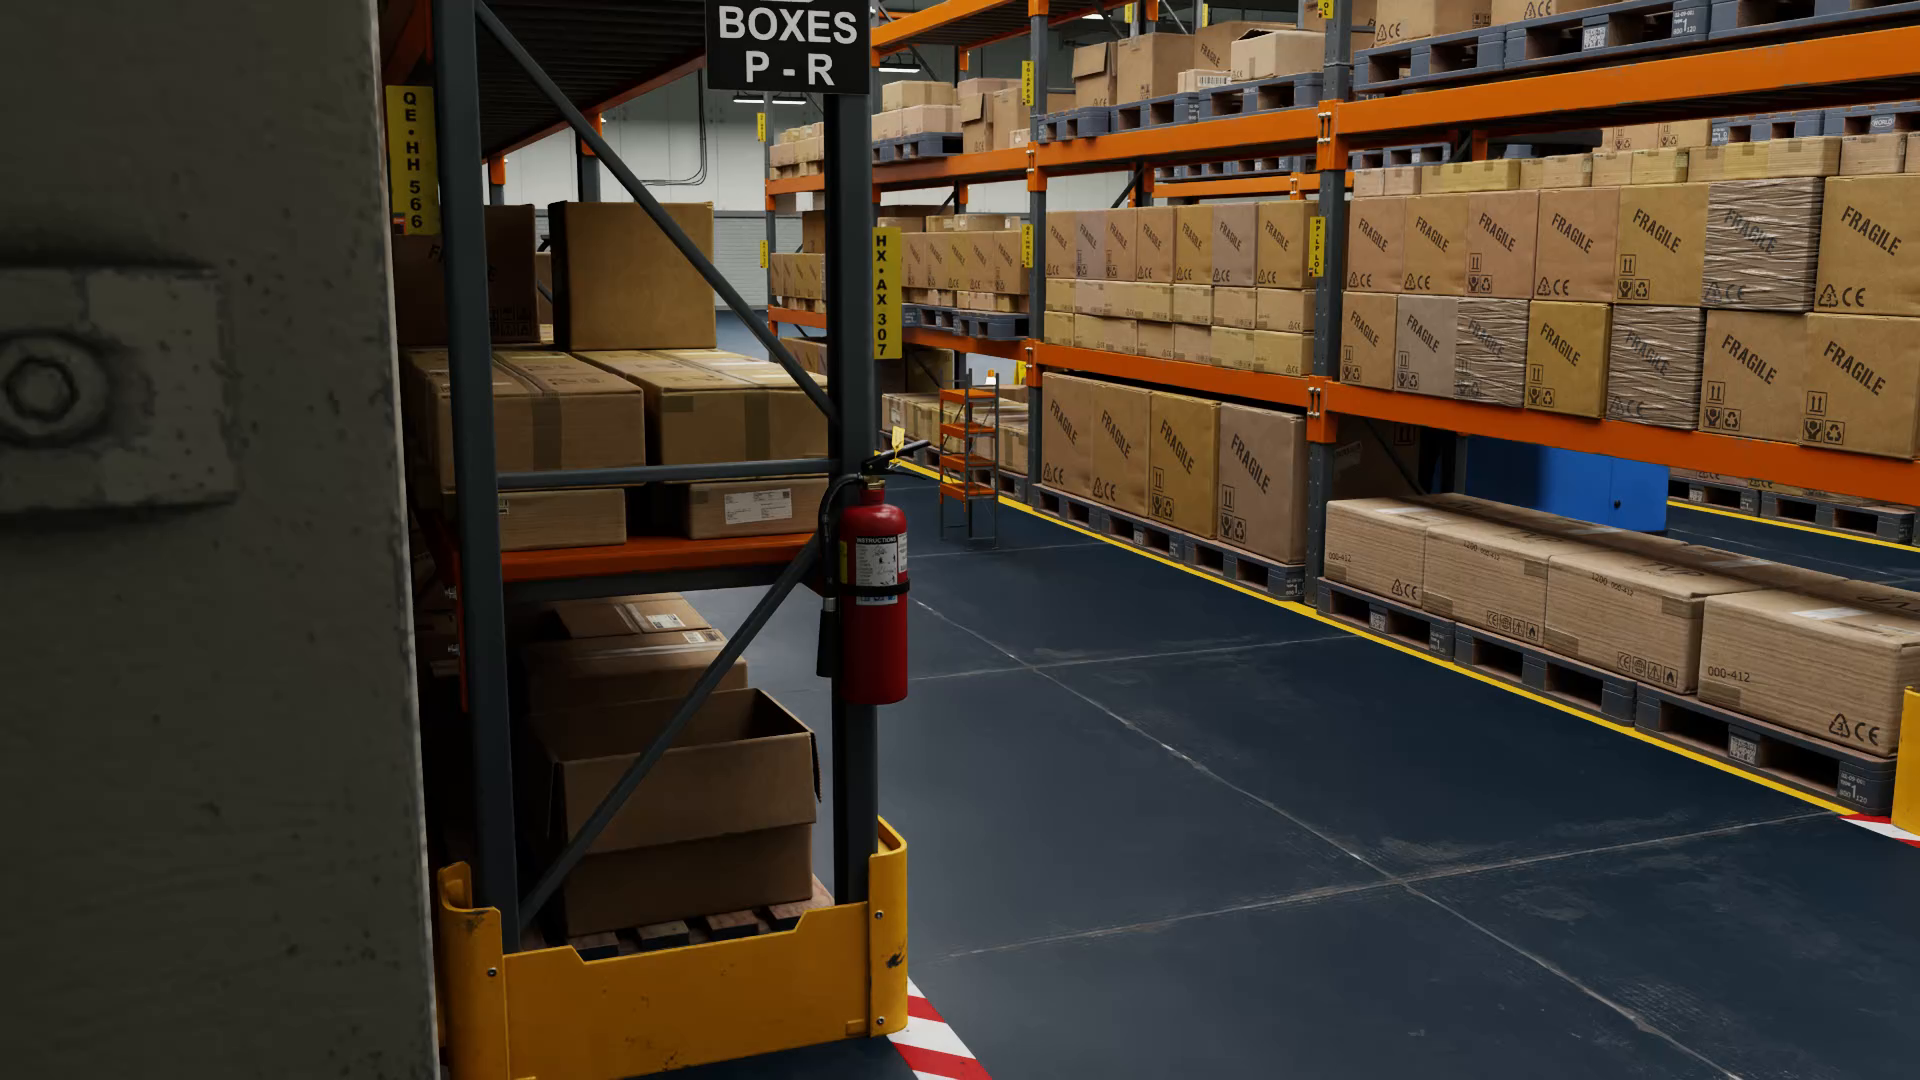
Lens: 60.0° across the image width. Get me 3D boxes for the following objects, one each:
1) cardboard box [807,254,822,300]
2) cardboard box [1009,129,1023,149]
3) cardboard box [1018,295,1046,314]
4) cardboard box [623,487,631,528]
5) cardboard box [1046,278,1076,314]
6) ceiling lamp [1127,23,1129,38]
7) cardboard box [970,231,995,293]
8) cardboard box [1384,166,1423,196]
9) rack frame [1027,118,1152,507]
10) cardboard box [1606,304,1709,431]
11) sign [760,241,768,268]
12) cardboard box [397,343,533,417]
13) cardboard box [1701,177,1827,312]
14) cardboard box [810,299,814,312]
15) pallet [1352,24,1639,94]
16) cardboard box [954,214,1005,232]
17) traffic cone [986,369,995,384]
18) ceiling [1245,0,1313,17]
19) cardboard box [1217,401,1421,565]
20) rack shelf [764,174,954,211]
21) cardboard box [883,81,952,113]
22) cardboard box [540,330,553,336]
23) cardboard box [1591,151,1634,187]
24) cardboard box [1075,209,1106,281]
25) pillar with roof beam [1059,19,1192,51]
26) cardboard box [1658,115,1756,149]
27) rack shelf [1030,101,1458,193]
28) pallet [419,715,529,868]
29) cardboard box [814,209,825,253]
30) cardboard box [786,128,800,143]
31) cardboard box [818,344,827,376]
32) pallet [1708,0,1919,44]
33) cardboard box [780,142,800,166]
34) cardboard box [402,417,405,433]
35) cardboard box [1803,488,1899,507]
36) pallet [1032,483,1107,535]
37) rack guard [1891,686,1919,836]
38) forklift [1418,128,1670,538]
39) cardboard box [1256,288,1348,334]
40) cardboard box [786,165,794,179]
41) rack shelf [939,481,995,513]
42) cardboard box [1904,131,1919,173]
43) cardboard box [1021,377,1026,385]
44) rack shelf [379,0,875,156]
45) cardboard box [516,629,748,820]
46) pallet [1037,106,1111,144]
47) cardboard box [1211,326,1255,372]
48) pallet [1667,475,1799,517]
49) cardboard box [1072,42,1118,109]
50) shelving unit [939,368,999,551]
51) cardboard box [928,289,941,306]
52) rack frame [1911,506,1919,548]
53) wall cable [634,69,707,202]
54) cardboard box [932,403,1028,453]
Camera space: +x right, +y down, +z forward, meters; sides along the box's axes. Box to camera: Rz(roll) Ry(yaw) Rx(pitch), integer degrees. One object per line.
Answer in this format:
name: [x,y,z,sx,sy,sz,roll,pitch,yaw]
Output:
cardboard box: [-1.391,-2.933,18.517,0.500,0.500,0.500,-4,11,-22]
cardboard box: [0.619,-3.208,13.348,0.380,0.149,0.250,-4,11,-21]
cardboard box: [0.688,-1.898,13.351,0.380,0.149,0.250,-3,11,-19]
cardboard box: [-1.105,-0.114,4.519,0.380,0.149,0.250,-4,11,-19]
cardboard box: [0.980,-1.851,12.565,0.500,0.250,0.500,-4,11,-21]
ceiling lamp: [4.639,-12.421,39.192,2.000,3.185,0.800,-4,11,-21]
cardboard box: [0.405,-2.319,13.866,0.500,0.500,0.500,-4,11,-22]
cardboard box: [2.456,-1.876,8.714,0.380,0.149,0.250,-4,11,-20]
rack frame: [1.026,-1.777,13.149,1.000,3.000,0.127,-4,11,-21]
cardboard box: [3.140,-0.748,7.082,0.500,0.500,0.500,-4,11,-19]
sign: [-2.379,-3.474,20.220,0.100,0.325,0.005,-4,11,-21]
cardboard box: [-1.848,-0.617,6.209,0.500,0.250,0.500,-4,11,-20]
cardboard box: [3.312,-1.159,6.538,0.500,0.500,0.500,-4,11,-21]
cardboard box: [-1.491,-2.678,18.932,0.380,0.149,0.250,-4,11,-19]
pallet: [2.762,-2.423,8.469,1.003,0.211,1.213,-4,11,-21]
cardboard box: [0.170,-2.748,14.421,0.380,0.149,0.250,-4,11,-24]
traffic cone: [0.397,-1.971,21.486,0.336,0.463,0.334,-4,11,-21]
ceiling: [12.476,-15.820,49.271,6.000,0.001,6.000,-4,11,-21]
cardboard box: [2.176,-0.381,10.168,0.875,0.875,0.875,-4,11,-19]
rack shelf: [-1.148,-3.879,18.455,1.077,0.370,4.000,-4,11,-21]
cardboard box: [-0.395,-4.084,15.356,0.500,0.250,0.500,-4,11,-22]
cardboard box: [-1.542,-0.732,6.856,0.500,0.250,0.500,-4,11,-21]
cardboard box: [3.017,-1.626,7.312,0.380,0.149,0.250,-4,11,-19]
cardboard box: [1.166,-2.142,12.061,0.500,0.500,0.500,-4,11,-21]
pillar with roof beam: [7.390,-12.172,54.461,9.100,9.000,0.548,-4,11,-21]
cardboard box: [5.936,-3.361,13.204,0.500,0.500,0.500,-4,11,-21]
rack shelf: [1.751,-2.573,11.114,1.077,0.370,4.000,-4,11,-21]
pallet: [-1.455,0.877,6.197,1.003,0.211,1.213,-4,11,-21]
cardboard box: [-1.308,-3.618,19.510,0.700,0.500,0.500,-4,11,-20]
cardboard box: [-1.773,-4.627,19.047,0.380,0.149,0.250,-4,11,-21]
cardboard box: [-1.260,-1.897,18.339,0.500,0.500,0.500,-3,11,-18]
pallet: [3.647,-2.024,6.230,1.003,0.211,1.213,-4,11,-21]
cardboard box: [-1.765,-4.450,19.192,0.500,0.250,0.500,-4,11,-22]
cardboard box: [-2.104,-0.529,6.850,0.380,0.149,0.250,-4,11,-20]
cardboard box: [6.550,-0.535,12.109,0.500,0.500,0.500,-4,11,-22]
pallet: [1.242,-0.270,12.643,1.003,0.211,1.213,-4,11,-21]
rack guard: [3.934,0.764,6.005,1.175,0.500,0.348,-4,11,-21]
forklift: [3.388,-1.411,11.290,1.130,2.935,3.031,-4,11,-21]
cardboard box: [2.089,-1.353,9.766,0.500,0.250,0.500,-4,11,-21]
cardboard box: [-1.813,-4.278,19.365,0.380,0.149,0.250,-4,11,-19]
rack shelf: [0.060,-0.302,11.516,0.258,0.148,0.480,-4,11,-21]
cardboard box: [3.608,-1.378,5.913,0.380,0.149,0.250,-4,11,-20]
cardboard box: [1.123,-1.727,20.000,0.637,0.503,0.797,5,11,28]
rack shelf: [-1.425,-1.604,5.669,1.077,0.370,4.000,-4,11,-21]
cardboard box: [-1.107,0.621,5.609,0.700,0.500,0.500,-3,11,-19]
pallet: [1.309,-3.059,12.331,1.213,0.211,1.003,-3,11,-18]
cardboard box: [1.895,-1.190,10.281,0.500,0.250,0.500,-4,11,-22]
pallet: [6.323,-0.408,13.417,1.003,0.211,1.213,-4,11,-21]
cardboard box: [1.303,-3.459,12.548,0.797,0.503,0.637,-5,11,-24]
shelving unit: [0.060,-0.564,11.469,0.258,1.200,0.503,-4,11,-21]
cardboard box: [-0.071,-2.188,14.979,0.380,0.149,0.250,-3,11,-19]
rack frame: [7.053,-1.454,11.337,1.000,3.000,0.127,-4,11,-21]
wall cable: [-8.938,-13.285,51.008,2.305,6.003,0.169,-4,11,-21]
cardboard box: [0.286,-1.027,15.237,0.950,0.372,0.625,-4,11,-19]
